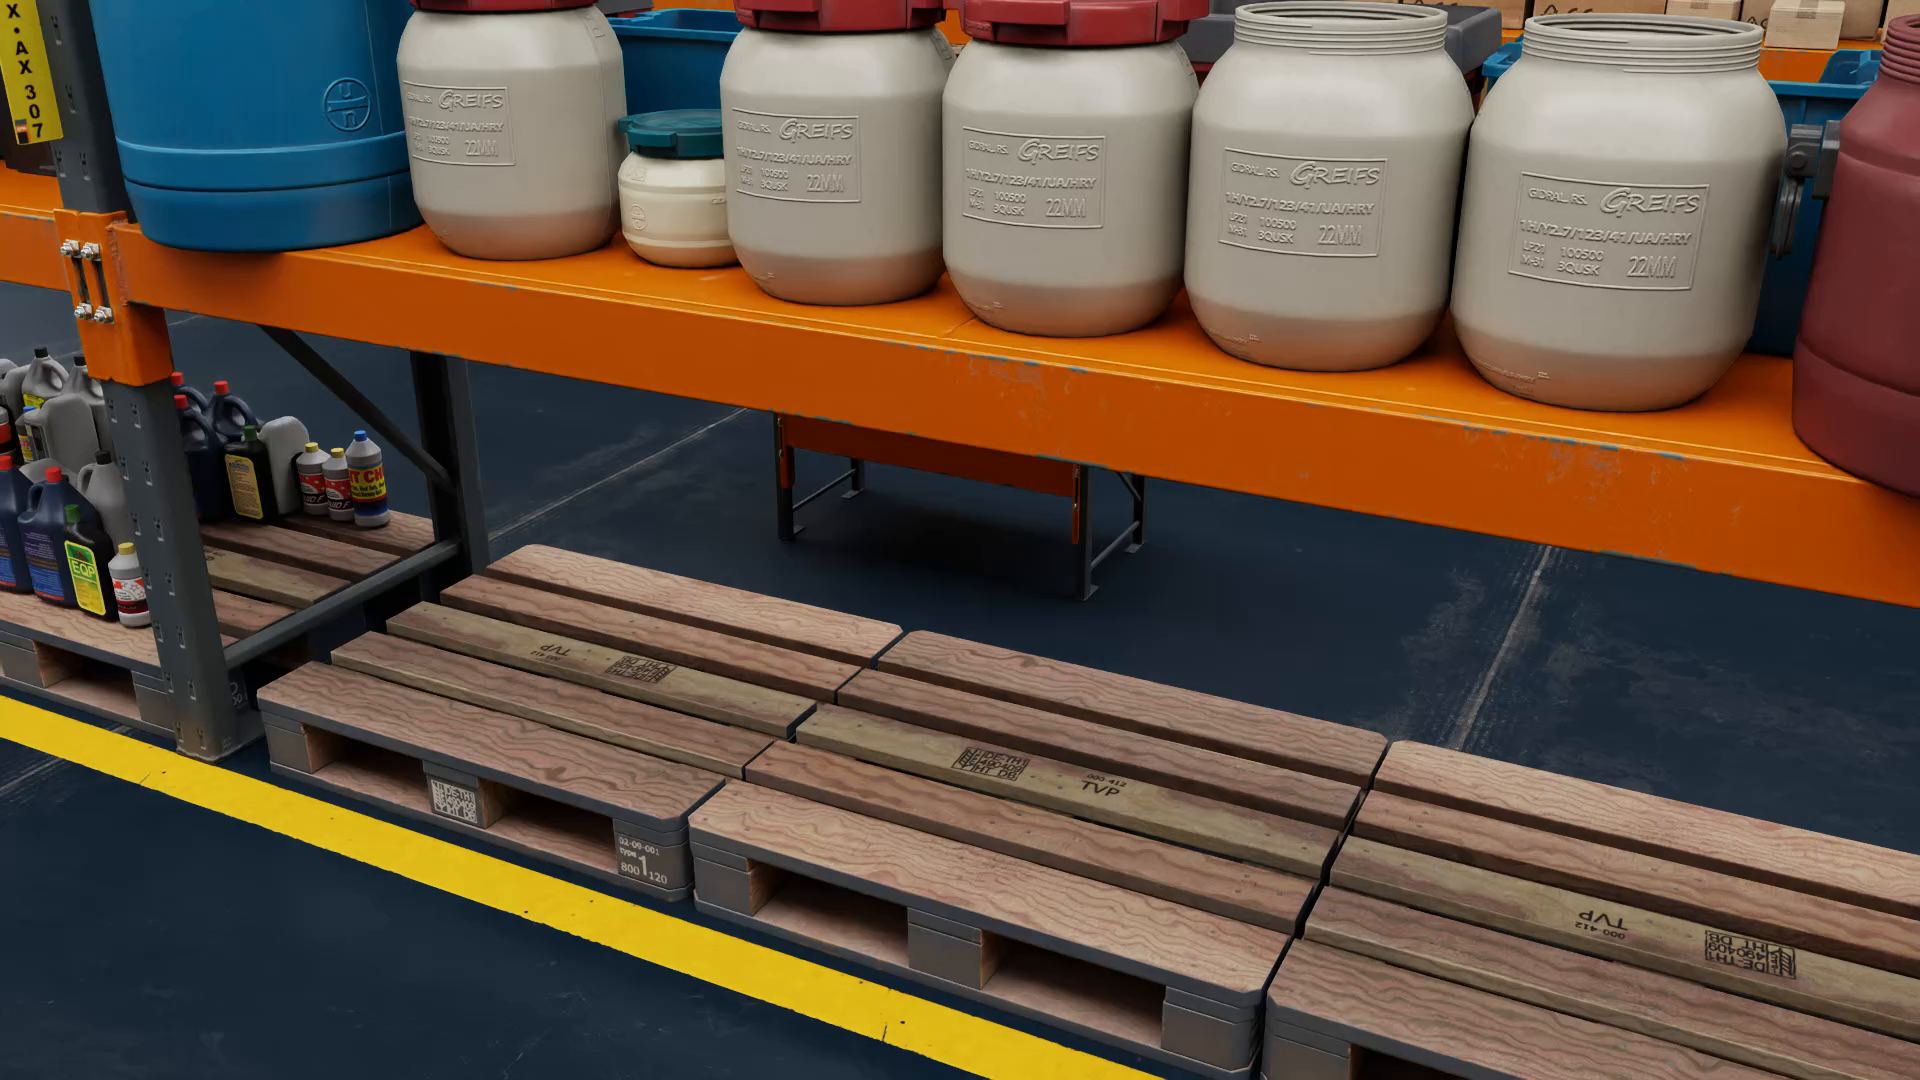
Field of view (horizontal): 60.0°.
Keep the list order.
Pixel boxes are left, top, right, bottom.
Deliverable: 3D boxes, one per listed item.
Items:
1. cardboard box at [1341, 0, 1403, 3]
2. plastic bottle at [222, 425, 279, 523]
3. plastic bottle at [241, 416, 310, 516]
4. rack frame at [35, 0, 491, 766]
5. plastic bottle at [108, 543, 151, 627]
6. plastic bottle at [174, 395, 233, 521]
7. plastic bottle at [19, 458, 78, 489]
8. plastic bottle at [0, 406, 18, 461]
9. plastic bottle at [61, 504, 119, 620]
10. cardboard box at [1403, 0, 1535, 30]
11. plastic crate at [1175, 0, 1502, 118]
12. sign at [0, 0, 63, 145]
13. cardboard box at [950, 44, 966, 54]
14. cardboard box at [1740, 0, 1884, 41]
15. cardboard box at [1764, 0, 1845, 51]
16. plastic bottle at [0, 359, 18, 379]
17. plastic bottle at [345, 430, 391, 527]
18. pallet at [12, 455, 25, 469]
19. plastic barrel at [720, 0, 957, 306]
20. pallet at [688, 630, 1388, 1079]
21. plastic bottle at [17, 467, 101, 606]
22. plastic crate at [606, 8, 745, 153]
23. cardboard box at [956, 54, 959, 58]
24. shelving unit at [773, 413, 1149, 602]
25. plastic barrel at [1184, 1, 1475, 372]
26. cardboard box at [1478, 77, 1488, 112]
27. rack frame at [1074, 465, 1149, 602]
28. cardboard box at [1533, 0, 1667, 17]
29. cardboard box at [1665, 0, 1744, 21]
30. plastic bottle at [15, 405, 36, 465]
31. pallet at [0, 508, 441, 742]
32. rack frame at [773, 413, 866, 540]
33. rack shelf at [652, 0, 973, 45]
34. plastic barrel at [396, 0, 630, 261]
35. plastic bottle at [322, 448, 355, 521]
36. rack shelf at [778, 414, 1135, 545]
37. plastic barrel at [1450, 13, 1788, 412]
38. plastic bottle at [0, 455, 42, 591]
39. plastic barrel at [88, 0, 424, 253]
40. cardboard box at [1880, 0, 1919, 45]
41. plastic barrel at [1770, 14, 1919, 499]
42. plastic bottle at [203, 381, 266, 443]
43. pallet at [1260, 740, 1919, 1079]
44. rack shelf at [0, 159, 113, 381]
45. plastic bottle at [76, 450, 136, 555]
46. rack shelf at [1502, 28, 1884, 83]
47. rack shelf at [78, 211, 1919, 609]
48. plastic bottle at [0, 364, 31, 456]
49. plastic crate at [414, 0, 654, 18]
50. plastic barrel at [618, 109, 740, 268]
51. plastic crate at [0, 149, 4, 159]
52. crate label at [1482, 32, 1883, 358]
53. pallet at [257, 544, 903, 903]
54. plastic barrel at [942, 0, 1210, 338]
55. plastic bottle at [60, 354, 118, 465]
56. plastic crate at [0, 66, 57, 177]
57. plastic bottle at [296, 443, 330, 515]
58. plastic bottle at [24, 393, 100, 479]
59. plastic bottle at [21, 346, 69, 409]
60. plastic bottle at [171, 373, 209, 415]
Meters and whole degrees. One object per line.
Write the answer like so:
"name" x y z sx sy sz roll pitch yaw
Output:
"cardboard box" 1.772 -2.565 7.321 0.500 0.500 0.500 13 26 28
"plastic bottle" -2.049 -0.196 4.788 0.133 0.283 0.061 11 25 25
"plastic bottle" -2.002 -0.230 4.877 0.135 0.276 0.152 12 26 26
"rack frame" -1.614 -1.024 3.826 0.127 3.000 1.000 11 25 25
"plastic bottle" -2.078 0.106 4.182 0.097 0.201 0.097 0 23 0
"plastic bottle" -2.212 -0.245 4.816 0.185 0.351 0.144 11 25 25
"plastic bottle" -2.446 -0.076 4.515 0.135 0.276 0.152 11 25 25
"plastic bottle" -3.050 -0.349 5.251 0.097 0.201 0.097 0 23 0
"plastic bottle" -2.192 0.054 4.200 0.133 0.283 0.061 13 26 27
"cardboard box" 2.219 -2.477 7.113 0.500 0.500 0.500 11 25 25
"plastic crate" 0.652 -0.740 3.075 0.583 0.464 0.402 11 25 25
"sign" -1.872 -0.961 3.324 0.005 0.325 0.100 11 25 25
"cardboard box" -0.137 -4.002 13.702 0.500 0.311 0.500 8 24 19
"cardboard box" 3.483 -2.232 6.779 0.500 0.311 0.500 11 25 24
"cardboard box" 3.267 -1.994 6.427 0.250 0.149 0.380 11 25 25
"plastic bottle" -3.134 -0.454 5.404 0.135 0.276 0.152 11 26 25
"plastic bottle" -1.701 -0.181 4.766 0.097 0.271 0.097 0 23 0
"pallet" -3.287 -0.089 5.190 1.213 0.211 1.003 11 25 25
"plastic barrel" -0.204 -0.712 2.917 0.433 0.535 0.433 0 23 0
"pallet" 0.197 0.599 3.572 1.213 0.211 1.003 11 25 25
"plastic bottle" -2.319 -0.021 4.289 0.185 0.351 0.144 10 25 23
"plastic crate" -0.489 -0.931 3.626 0.575 0.384 0.392 11 25 25
"cardboard box" -0.098 -2.303 8.852 0.500 0.500 0.500 11 25 25
"shelving unit" 0.006 -0.516 5.027 1.048 1.125 0.538 11 25 25
"plastic barrel" 0.565 -0.551 2.570 0.421 0.512 0.421 0 23 0
"cardboard box" 4.004 -3.339 11.900 0.500 0.500 0.700 11 25 24
"rack frame" 0.460 -0.427 4.816 0.032 1.125 0.500 11 25 25
"cardboard box" 2.689 -2.384 6.895 0.500 0.500 0.500 10 25 22
"cardboard box" 3.030 -2.137 6.764 0.250 0.149 0.380 13 26 28
"plastic bottle" -2.876 -0.318 5.178 0.097 0.201 0.097 0 23 0
"pallet" -2.195 0.126 4.684 1.213 0.211 1.003 11 25 25
"rack frame" -0.448 -0.606 5.238 0.032 1.125 0.500 11 25 25
"rack shelf" -1.161 -2.776 8.863 4.000 0.370 1.077 11 25 25
"plastic barrel" -0.859 -0.841 3.222 0.433 0.535 0.433 0 23 0
"plastic bottle" -1.791 -0.166 4.822 0.097 0.201 0.097 0 23 0
"rack shelf" 0.006 -0.291 5.123 1.000 0.278 0.538 11 25 25
"plastic barrel" 0.941 -0.476 2.395 0.421 0.512 0.421 0 23 0
"plastic bottle" -2.490 -0.055 4.368 0.185 0.351 0.144 10 25 22
"plastic barrel" -1.406 -1.081 3.318 0.708 0.901 0.600 11 25 25
"cardboard box" 3.889 -2.086 6.436 0.500 0.311 0.500 13 26 28
"plastic barrel" 1.405 -0.357 2.082 0.708 0.536 0.600 11 25 25
"plastic bottle" -2.147 -0.295 4.934 0.185 0.351 0.144 12 26 26
"pallet" 1.282 0.815 3.064 1.213 0.211 1.003 11 25 25
"rack shelf" -3.399 -1.046 4.797 4.000 0.370 1.077 11 25 25
"plastic bottle" -2.254 -0.071 4.407 0.185 0.351 0.144 11 25 25
"rack shelf" 2.409 -2.069 7.202 4.000 0.370 1.077 11 25 25
"rack shelf" 0.171 -0.340 3.136 4.000 0.370 1.077 11 25 25
"plastic bottle" -3.011 -0.430 5.346 0.135 0.276 0.152 10 25 23
"plastic crate" -1.044 -1.075 3.863 0.583 0.464 0.402 11 25 25
"plastic barrel" -0.502 -0.673 3.177 0.301 0.262 0.301 0 23 0
"plastic crate" -2.724 -1.056 4.091 0.616 0.251 0.499 11 25 25
"crate label" 1.191 -0.604 2.793 0.616 0.435 0.502 11 25 25
"pallet" -0.896 0.384 4.077 1.213 0.211 1.003 11 25 25
"plastic barrel" 0.182 -0.635 2.737 0.433 0.535 0.433 0 23 0
"plastic bottle" -2.695 -0.404 5.189 0.185 0.351 0.144 11 25 24
"plastic crate" -2.024 -1.133 4.160 0.504 0.338 0.767 11 25 25
"plastic bottle" -1.882 -0.184 4.864 0.097 0.201 0.097 0 23 0
"plastic bottle" -2.739 -0.313 5.071 0.135 0.276 0.152 11 25 25
"plastic bottle" -2.861 -0.436 5.266 0.185 0.351 0.144 12 26 27
"plastic bottle" -2.316 -0.329 5.012 0.185 0.351 0.144 10 25 22
